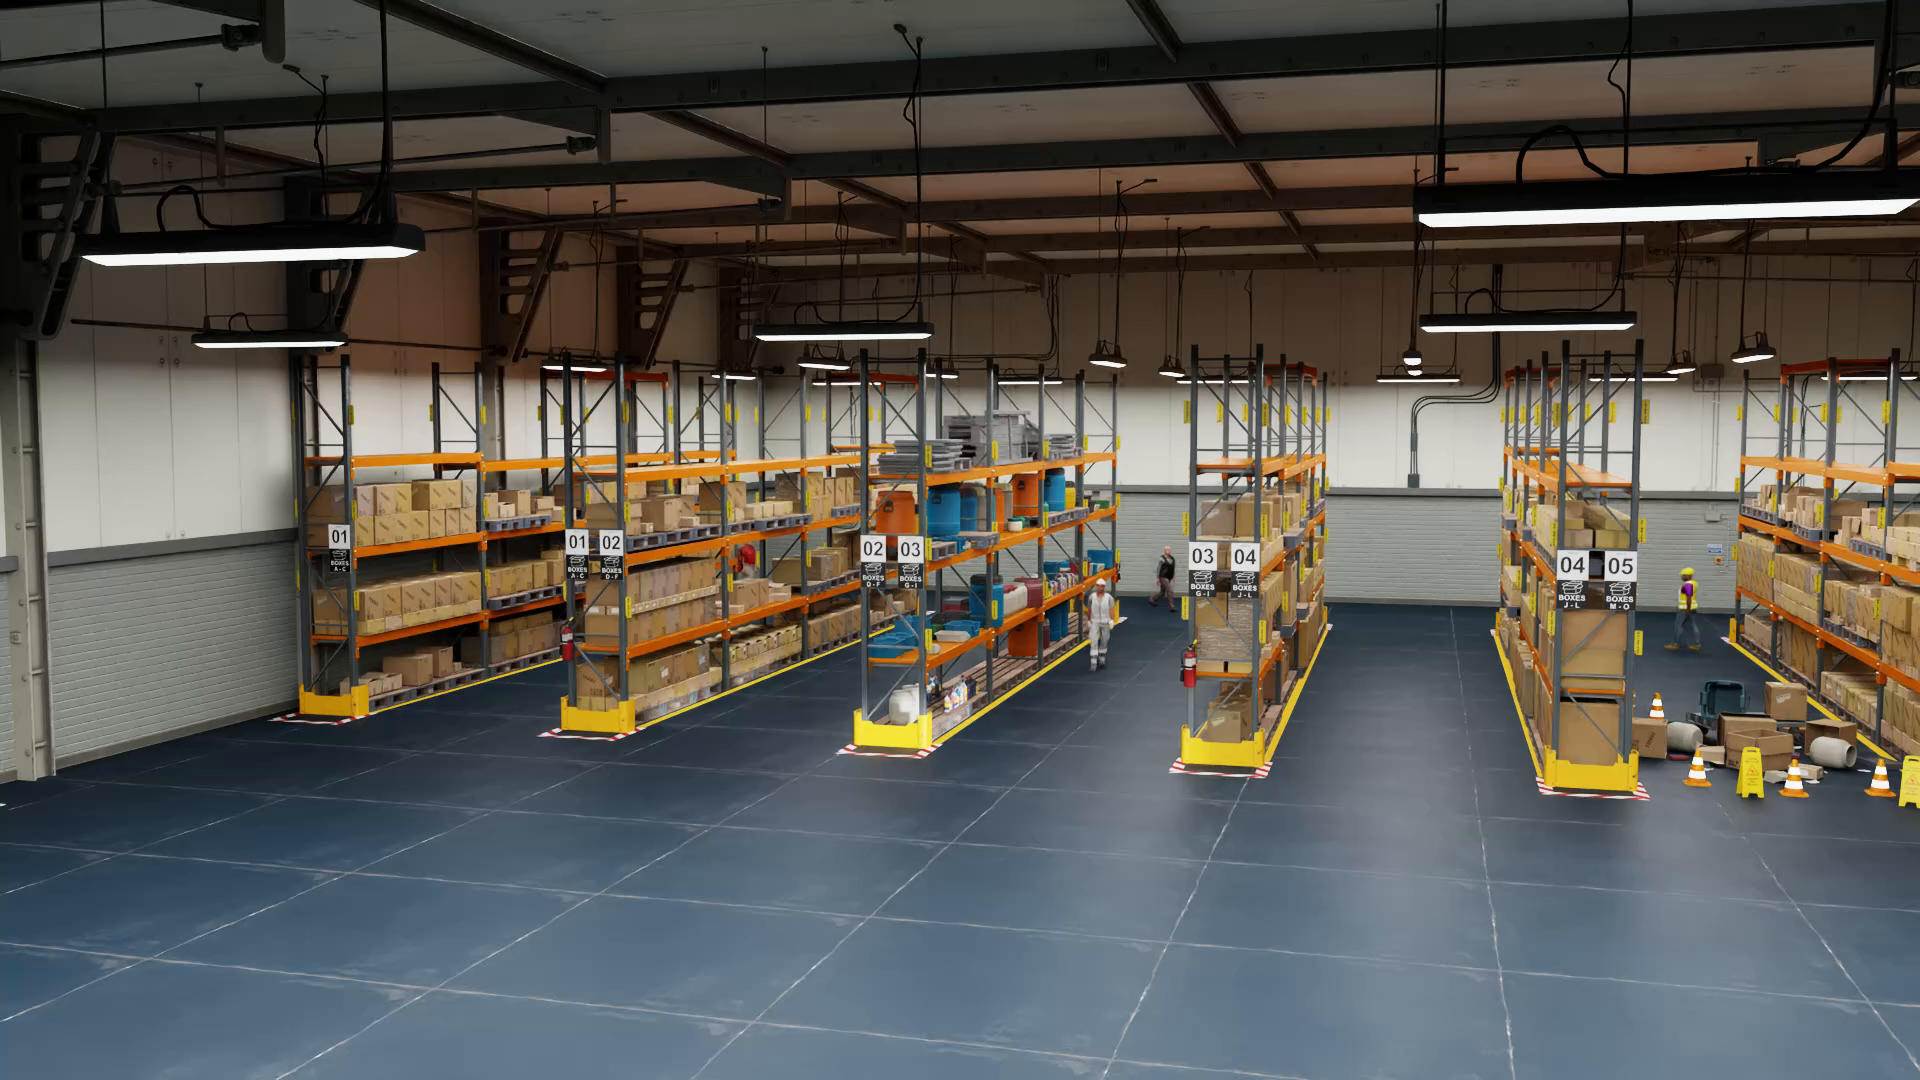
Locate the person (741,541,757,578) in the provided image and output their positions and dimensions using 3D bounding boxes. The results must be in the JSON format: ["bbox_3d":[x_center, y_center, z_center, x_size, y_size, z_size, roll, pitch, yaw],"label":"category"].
[{"bbox_3d":[-5.657,0.792,44.620,0.439,1.746,0.567,1,4,17],"label":"person"}]

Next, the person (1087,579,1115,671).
[{"bbox_3d":[2.781,1.650,32.771,0.537,1.748,0.969,0,4,3],"label":"person"}]

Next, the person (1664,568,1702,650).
[{"bbox_3d":[15.433,1.465,35.385,0.570,1.755,0.791,-3,6,-39],"label":"person"}]

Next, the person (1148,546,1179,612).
[{"bbox_3d":[5.236,0.978,42.549,1.052,1.674,0.521,3,5,37],"label":"person"}]
